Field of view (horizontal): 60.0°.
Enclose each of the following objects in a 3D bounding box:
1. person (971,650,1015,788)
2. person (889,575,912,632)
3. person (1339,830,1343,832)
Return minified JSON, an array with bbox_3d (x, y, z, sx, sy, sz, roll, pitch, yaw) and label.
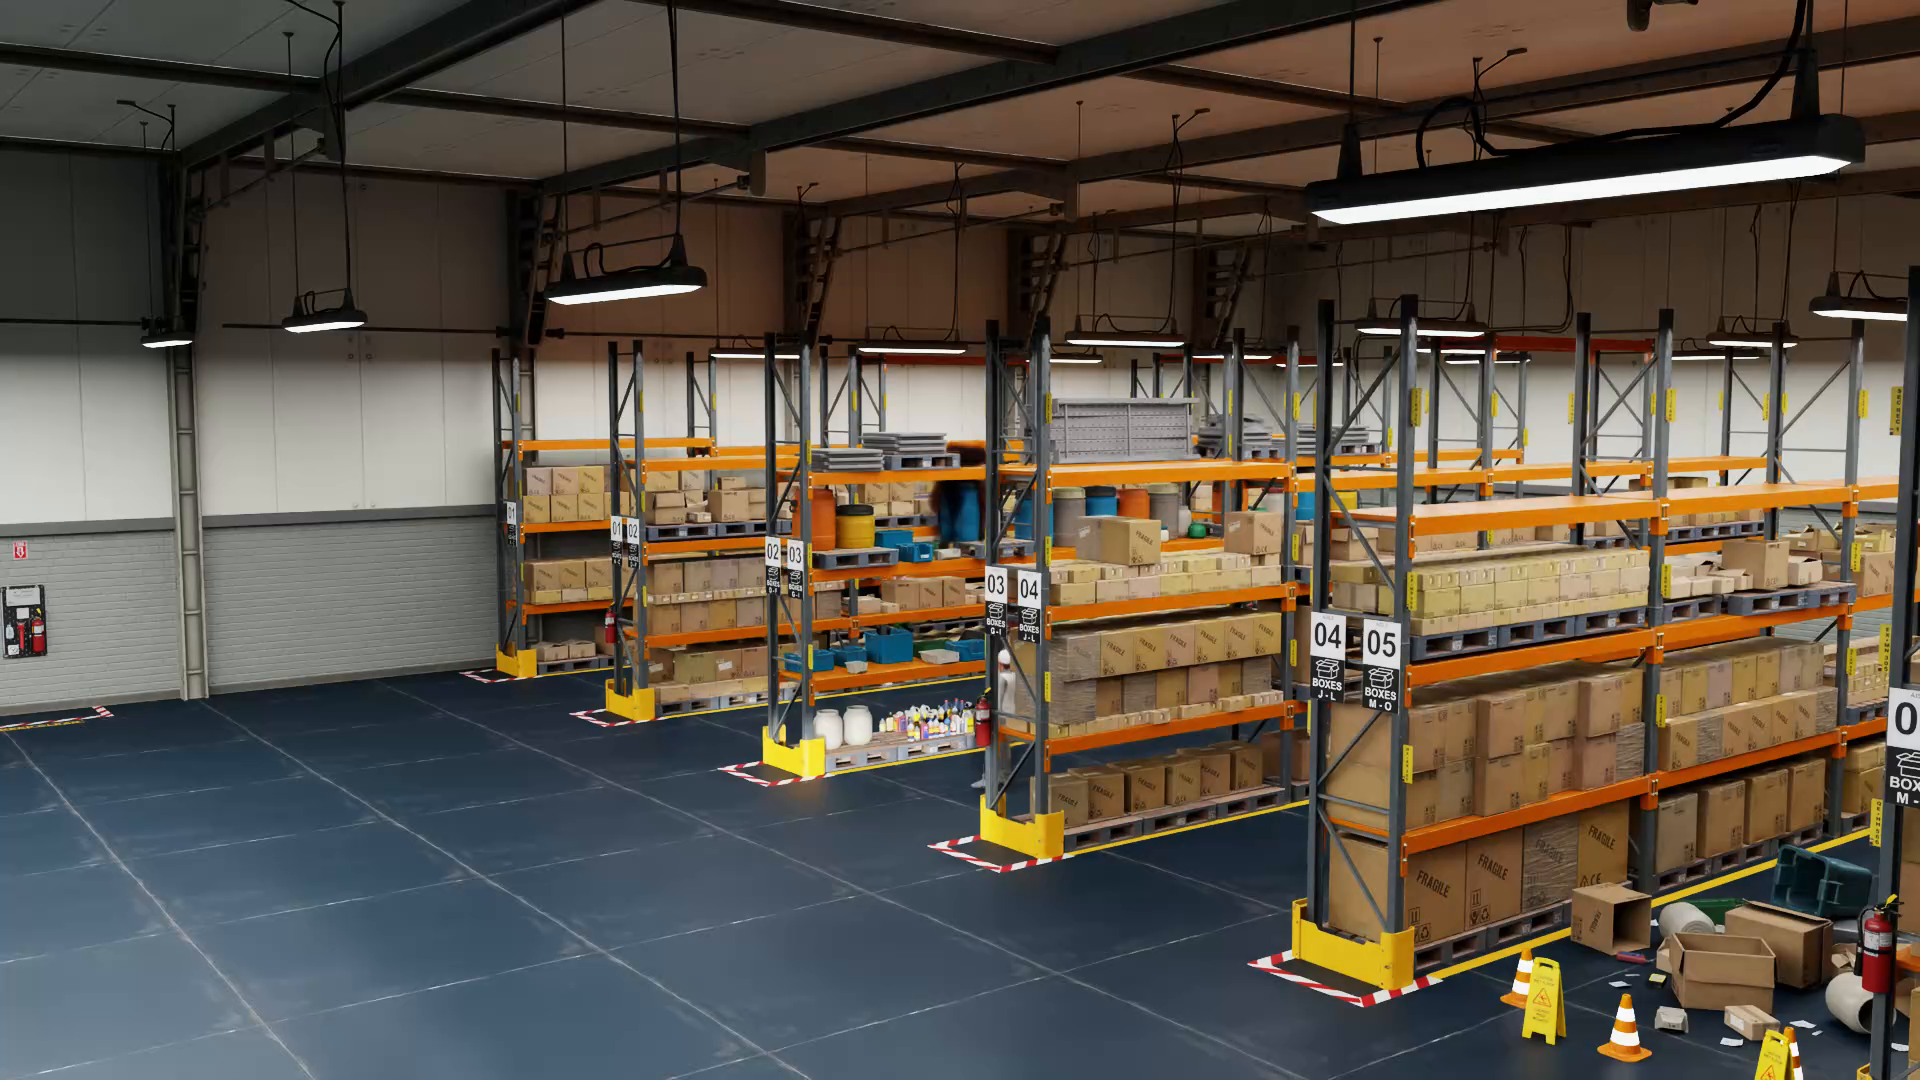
[{"bbox_3d":[0.474,2.342,21.905,0.455,1.784,0.649,2,6,26],"label":"person"},{"bbox_3d":[-1.270,1.318,33.592,0.509,1.730,1.044,5,7,45],"label":"person"},{"bbox_3d":[4.353,2.660,18.544,0.602,1.768,0.546,-2,5,-24],"label":"person"}]
